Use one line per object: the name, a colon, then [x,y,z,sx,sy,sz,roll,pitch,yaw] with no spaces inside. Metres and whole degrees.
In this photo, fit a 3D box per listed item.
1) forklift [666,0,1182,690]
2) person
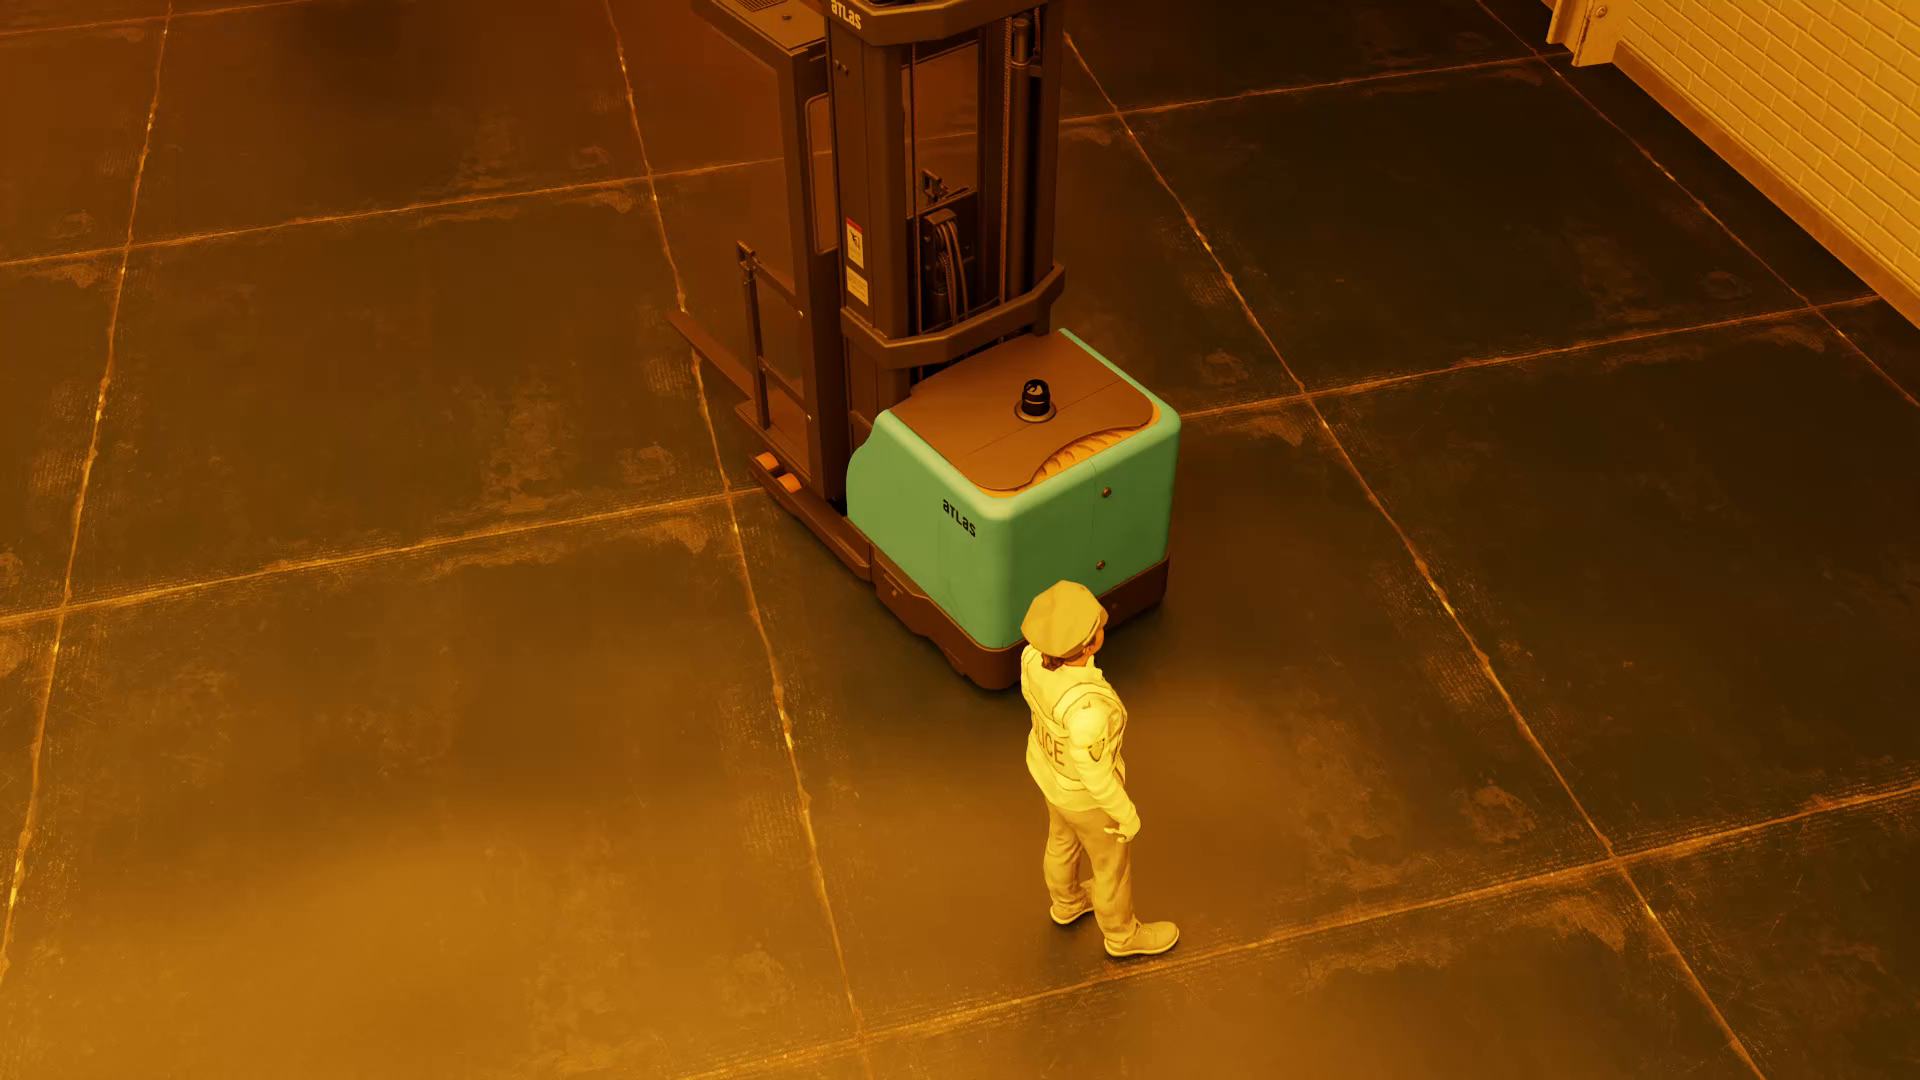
forklift: [-0.366,-1.399,7.126,1.130,2.935,3.031,-27,50,-26]
person: [0.468,0.783,5.707,0.532,1.696,0.589,-18,46,-18]
